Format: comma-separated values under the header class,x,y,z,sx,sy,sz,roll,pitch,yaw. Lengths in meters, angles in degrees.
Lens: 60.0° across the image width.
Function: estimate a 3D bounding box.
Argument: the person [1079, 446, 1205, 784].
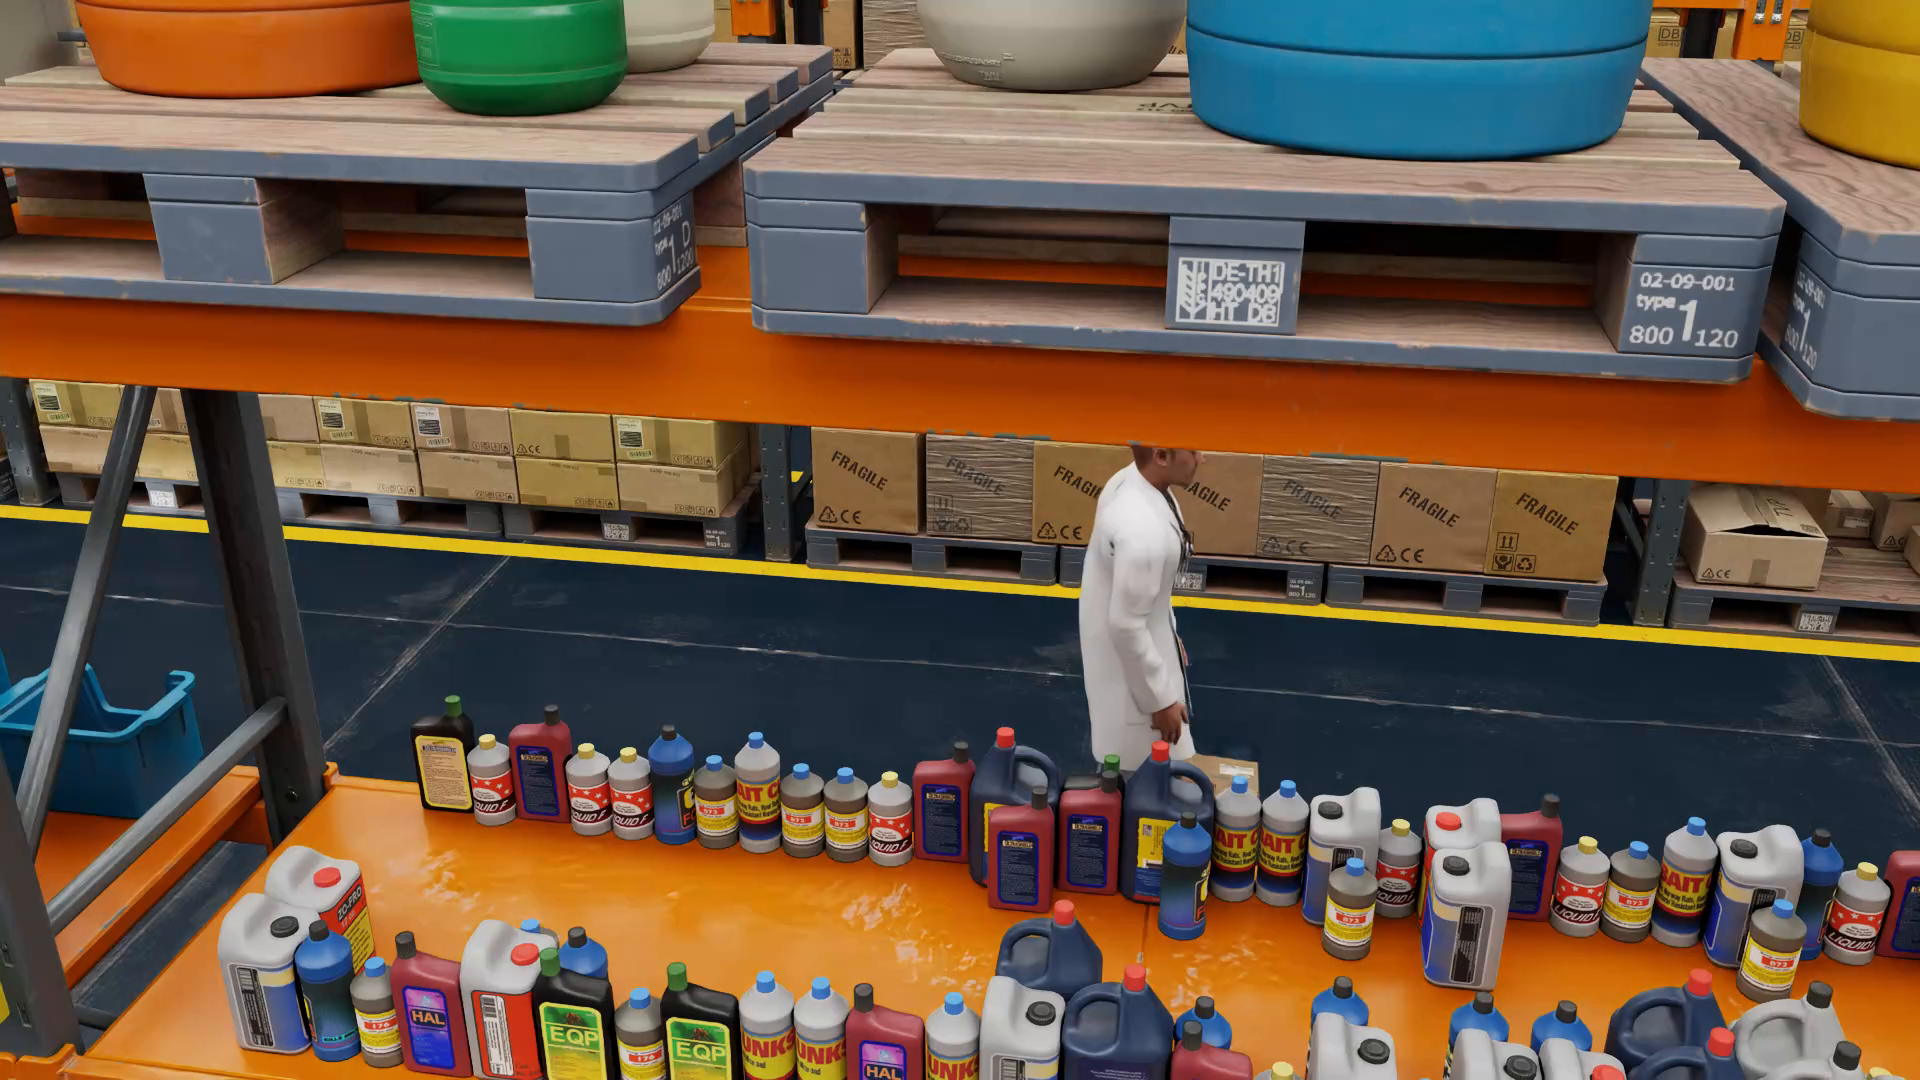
class,x,y,z,sx,sy,sz,roll,pitch,yaw
person,0.578,0.414,5.216,0.424,1.776,0.596,3,25,7
